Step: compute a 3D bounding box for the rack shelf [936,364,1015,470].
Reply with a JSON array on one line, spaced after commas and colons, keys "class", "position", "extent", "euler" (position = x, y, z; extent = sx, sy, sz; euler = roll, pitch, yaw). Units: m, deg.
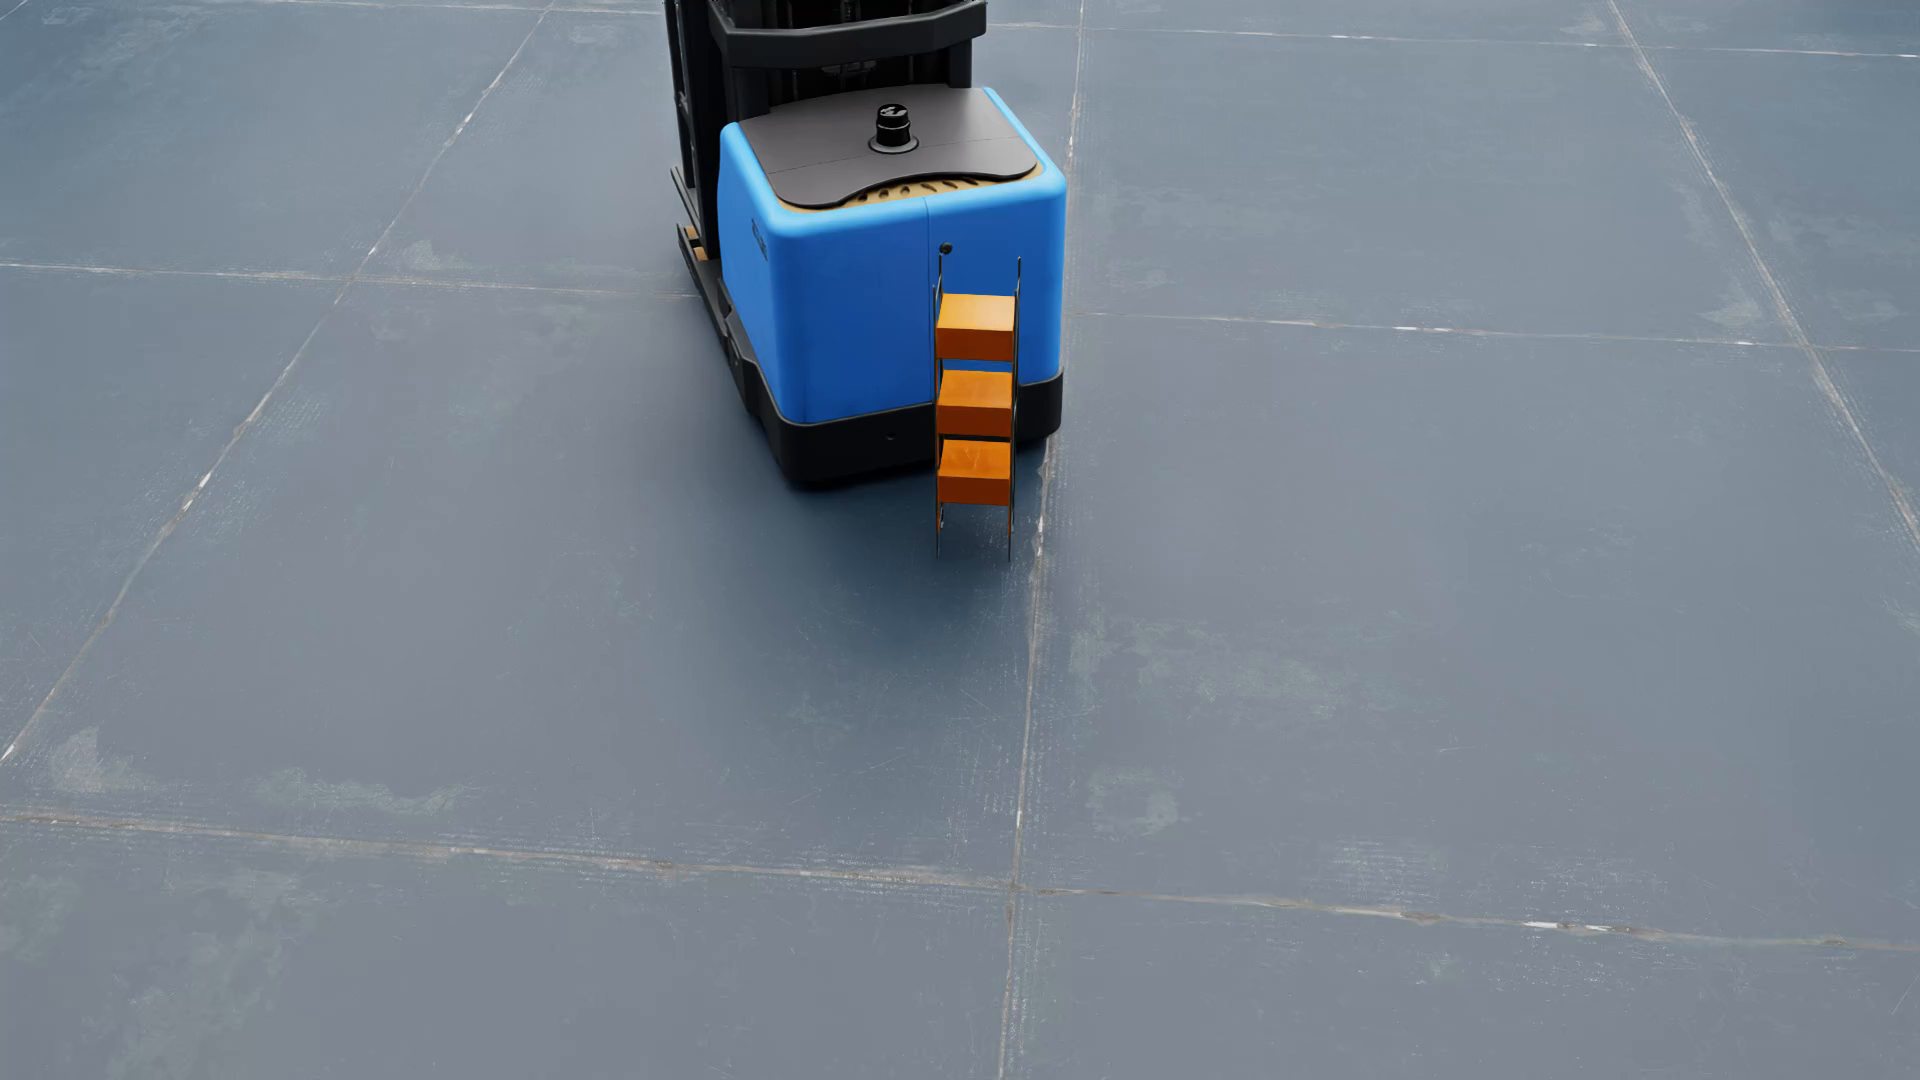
[{"class": "rack shelf", "position": [0.053, -0.396, 5.370], "extent": [0.240, 0.259, 0.215], "euler": [3, 39, 4]}]

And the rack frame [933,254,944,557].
[{"class": "rack frame", "position": [-0.068, -0.411, 5.371], "extent": [0.008, 1.050, 0.200], "euler": [3, 39, 4]}]

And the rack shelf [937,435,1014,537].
[{"class": "rack shelf", "position": [0.053, -0.180, 5.545], "extent": [0.240, 0.259, 0.215], "euler": [3, 39, 4]}]

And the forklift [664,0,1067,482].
[{"class": "forklift", "position": [-0.574, -2.278, 6.175], "extent": [1.130, 2.935, 3.031], "euler": [-12, 41, -14]}]

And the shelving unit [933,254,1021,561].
[{"class": "shelving unit", "position": [0.053, -0.404, 5.363], "extent": [0.252, 1.050, 0.215], "euler": [3, 39, 4]}]

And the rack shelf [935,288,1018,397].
[{"class": "rack shelf", "position": [0.053, -0.616, 5.191], "extent": [0.240, 0.259, 0.215], "euler": [3, 39, 4]}]

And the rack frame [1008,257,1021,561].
[{"class": "rack frame", "position": [0.175, -0.398, 5.355], "extent": [0.008, 1.050, 0.200], "euler": [3, 39, 4]}]
